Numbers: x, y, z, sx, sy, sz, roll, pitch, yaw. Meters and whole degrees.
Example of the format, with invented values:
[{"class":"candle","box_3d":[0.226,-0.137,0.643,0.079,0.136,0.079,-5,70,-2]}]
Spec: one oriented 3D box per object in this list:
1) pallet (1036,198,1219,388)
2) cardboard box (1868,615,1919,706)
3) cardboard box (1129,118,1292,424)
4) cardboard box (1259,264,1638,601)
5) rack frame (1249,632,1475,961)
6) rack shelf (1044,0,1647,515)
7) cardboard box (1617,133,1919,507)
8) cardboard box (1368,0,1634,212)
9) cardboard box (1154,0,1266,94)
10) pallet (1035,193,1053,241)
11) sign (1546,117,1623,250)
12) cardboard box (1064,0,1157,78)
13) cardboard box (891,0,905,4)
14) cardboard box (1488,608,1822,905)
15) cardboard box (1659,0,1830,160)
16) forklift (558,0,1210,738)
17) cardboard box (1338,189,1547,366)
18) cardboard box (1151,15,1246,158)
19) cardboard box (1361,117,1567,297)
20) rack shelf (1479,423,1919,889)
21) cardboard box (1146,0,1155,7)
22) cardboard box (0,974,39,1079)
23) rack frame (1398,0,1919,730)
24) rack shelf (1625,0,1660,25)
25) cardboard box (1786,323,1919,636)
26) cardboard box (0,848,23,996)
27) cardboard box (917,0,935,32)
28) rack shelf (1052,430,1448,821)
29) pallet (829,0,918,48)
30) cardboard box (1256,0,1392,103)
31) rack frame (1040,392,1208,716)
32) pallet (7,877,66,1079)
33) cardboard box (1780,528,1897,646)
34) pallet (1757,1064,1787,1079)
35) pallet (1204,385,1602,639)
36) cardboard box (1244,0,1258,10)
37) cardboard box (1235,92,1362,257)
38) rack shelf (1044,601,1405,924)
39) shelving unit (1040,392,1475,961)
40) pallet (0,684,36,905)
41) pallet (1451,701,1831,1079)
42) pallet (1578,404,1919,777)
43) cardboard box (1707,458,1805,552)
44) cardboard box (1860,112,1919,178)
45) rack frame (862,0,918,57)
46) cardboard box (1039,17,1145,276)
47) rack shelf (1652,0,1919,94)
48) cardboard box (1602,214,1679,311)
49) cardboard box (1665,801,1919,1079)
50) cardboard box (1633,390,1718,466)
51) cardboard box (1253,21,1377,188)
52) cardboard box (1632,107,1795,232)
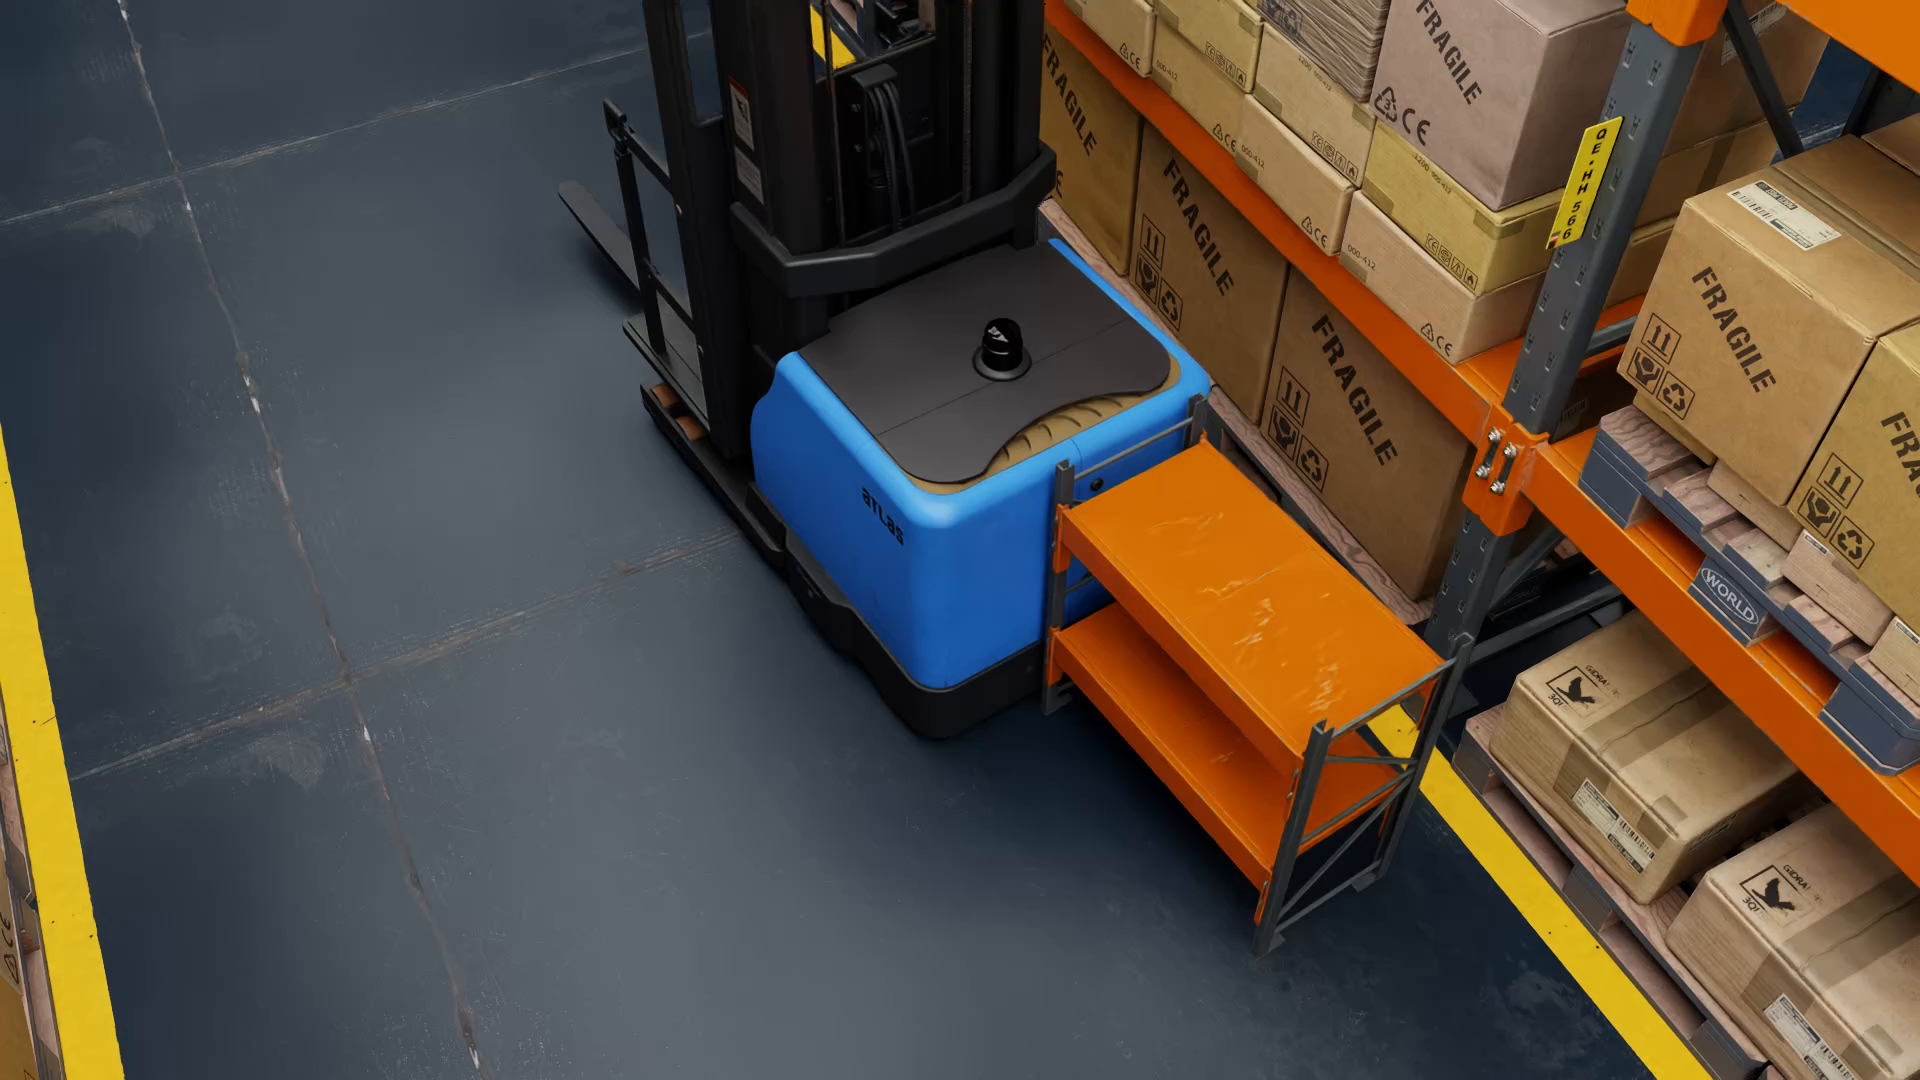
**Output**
[{"class":"pallet","box_3d":[1.021,-1.047,6.525,1.003,0.211,1.213,-21,52,-18]},{"class":"cardboard box","box_3d":[2.143,0.221,3.451,0.380,0.149,0.250,-21,52,-17]},{"class":"cardboard box","box_3d":[1.222,-1.124,5.873,0.875,0.875,0.875,-21,52,-17]},{"class":"cardboard box","box_3d":[1.626,-0.525,5.349,0.875,0.875,0.875,-22,52,-18]},{"class":"rack frame","box_3d":[1.038,0.708,4.384,0.500,1.125,0.032,-27,54,-22]},{"class":"rack shelf","box_3d":[0.953,-1.697,5.720,1.077,0.370,4.000,-21,52,-18]},{"class":"cardboard box","box_3d":[1.869,-0.484,3.637,0.500,0.500,0.500,-23,53,-19]},{"class":"cardboard box","box_3d":[1.399,-1.214,4.088,0.500,0.500,0.500,-22,53,-18]},{"class":"cardboard box","box_3d":[0.931,-1.625,4.946,0.500,0.250,0.500,-22,53,-18]},{"class":"pallet","box_3d":[0.458,-1.864,7.240,1.003,0.211,1.213,-21,52,-18]},{"class":"sign","box_3d":[1.377,-0.783,3.673,0.100,0.325,0.005,-21,52,-18]},{"class":"cardboard box","box_3d":[0.684,-1.806,5.436,0.500,0.250,0.500,-22,52,-18]},{"class":"cardboard box","box_3d":[-0.154,-3.025,7.826,0.875,0.438,0.875,-22,52,-18]},{"class":"cardboard box","box_3d":[2.118,0.513,4.775,0.950,0.372,0.625,-24,53,-20]},{"class":"cardboard box","box_3d":[1.860,-1.372,4.227,0.500,0.500,0.500,-23,53,-19]},{"class":"forklift","box_3d":[-0.503,-1.443,5.065,1.130,2.935,3.031,-27,54,-22]},{"class":"cardboard box","box_3d":[1.406,-0.795,4.552,0.500,0.250,0.500,-23,53,-19]},{"class":"cardboard box","box_3d":[0.942,-1.474,5.146,0.500,0.250,0.500,-22,52,-18]},{"class":"cardboard box","box_3d":[1.421,-0.947,4.353,0.500,0.250,0.500,-21,52,-18]},{"class":"rack shelf","box_3d":[2.784,0.980,3.378,1.077,0.370,4.000,-21,52,-18]},{"class":"cardboard box","box_3d":[0.693,-1.972,5.250,0.500,0.250,0.500,-23,53,-19]},{"class":"cardboard box","box_3d":[-2.583,1.300,4.001,0.500,0.500,0.500,-23,53,-19]},{"class":"rack frame","box_3d":[1.869,-0.596,4.278,1.000,3.000,0.127,-21,52,-18]},{"class":"rack shelf","box_3d":[0.953,-2.685,4.591,1.077,0.370,4.000,-21,52,-18]},{"class":"cardboard box","box_3d":[2.113,-0.137,3.334,0.500,0.500,0.500,-19,51,-16]},{"class":"cardboard box","box_3d":[-2.817,0.965,4.295,0.500,0.500,0.500,-21,52,-17]},{"class":"cardboard box","box_3d":[0.393,-2.324,6.922,0.875,0.875,0.875,-20,52,-16]},{"class":"rack shelf","box_3d":[0.754,0.197,4.441,0.538,0.278,1.000,-27,54,-22]},{"class":"pallet","box_3d":[-0.240,-2.891,8.138,1.003,0.211,1.213,-21,52,-18]},{"class":"cardboard box","box_3d":[1.157,-1.554,4.386,0.500,0.500,0.500,-20,52,-17]},{"class":"rack frame","box_3d":[0.471,0.072,4.939,0.500,1.125,0.032,-27,54,-22]},{"class":"pallet","box_3d":[-2.843,1.572,4.235,1.003,0.211,1.213,-21,52,-18]},{"class":"cardboard box","box_3d":[2.036,0.030,3.619,0.380,0.149,0.250,-24,53,-20]},{"class":"pallet","box_3d":[2.779,1.661,4.157,1.003,0.211,1.213,-21,52,-18]},{"class":"pallet","box_3d":[1.575,-0.231,5.812,1.003,0.211,1.213,-21,52,-18]},{"class":"cardboard box","box_3d":[0.936,-1.889,4.679,0.500,0.500,0.500,-21,52,-17]},{"class":"cardboard box","box_3d":[1.159,-1.132,4.847,0.500,0.250,0.500,-20,52,-17]},{"class":"rack shelf","box_3d":[0.754,0.551,4.846,0.538,0.278,1.000,-27,54,-22]},{"class":"shelving unit","box_3d":[0.754,0.390,4.662,0.538,1.125,1.048,-27,54,-22]},{"class":"pallet","box_3d":[-3.397,0.756,4.948,1.003,0.211,1.213,-21,52,-18]},{"class":"pallet","box_3d":[2.225,0.846,4.870,1.003,0.211,1.213,-21,52,-18]},{"class":"pallet","box_3d":[2.289,-0.092,3.965,1.213,0.211,1.003,-21,52,-18]},{"class":"cardboard box","box_3d":[1.951,-0.169,3.793,0.380,0.149,0.250,-24,53,-20]},{"class":"cardboard box","box_3d":[2.324,-0.656,3.788,0.500,0.500,0.500,-23,53,-19]},{"class":"rack frame","box_3d":[0.038,-3.273,6.620,1.000,3.000,0.127,-21,52,-18]},{"class":"cardboard box","box_3d":[0.813,-1.722,6.396,0.875,0.875,0.875,-20,52,-16]},{"class":"rack shelf","box_3d":[2.784,-0.008,2.249,1.077,0.370,4.000,-21,52,-18]},{"class":"cardboard box","box_3d":[1.868,-0.960,4.697,0.500,0.250,0.500,-22,52,-18]},{"class":"cardboard box","box_3d":[2.463,1.004,4.346,0.950,0.372,0.625,-22,52,-18]},{"class":"cardboard box","box_3d":[1.852,-0.370,3.968,0.380,0.149,0.250,-24,53,-20]},{"class":"cardboard box","box_3d":[1.183,-1.289,4.652,0.500,0.250,0.500,-22,53,-18]},{"class":"cardboard box","box_3d":[1.856,-1.135,4.517,0.500,0.250,0.500,-22,52,-18]}]
